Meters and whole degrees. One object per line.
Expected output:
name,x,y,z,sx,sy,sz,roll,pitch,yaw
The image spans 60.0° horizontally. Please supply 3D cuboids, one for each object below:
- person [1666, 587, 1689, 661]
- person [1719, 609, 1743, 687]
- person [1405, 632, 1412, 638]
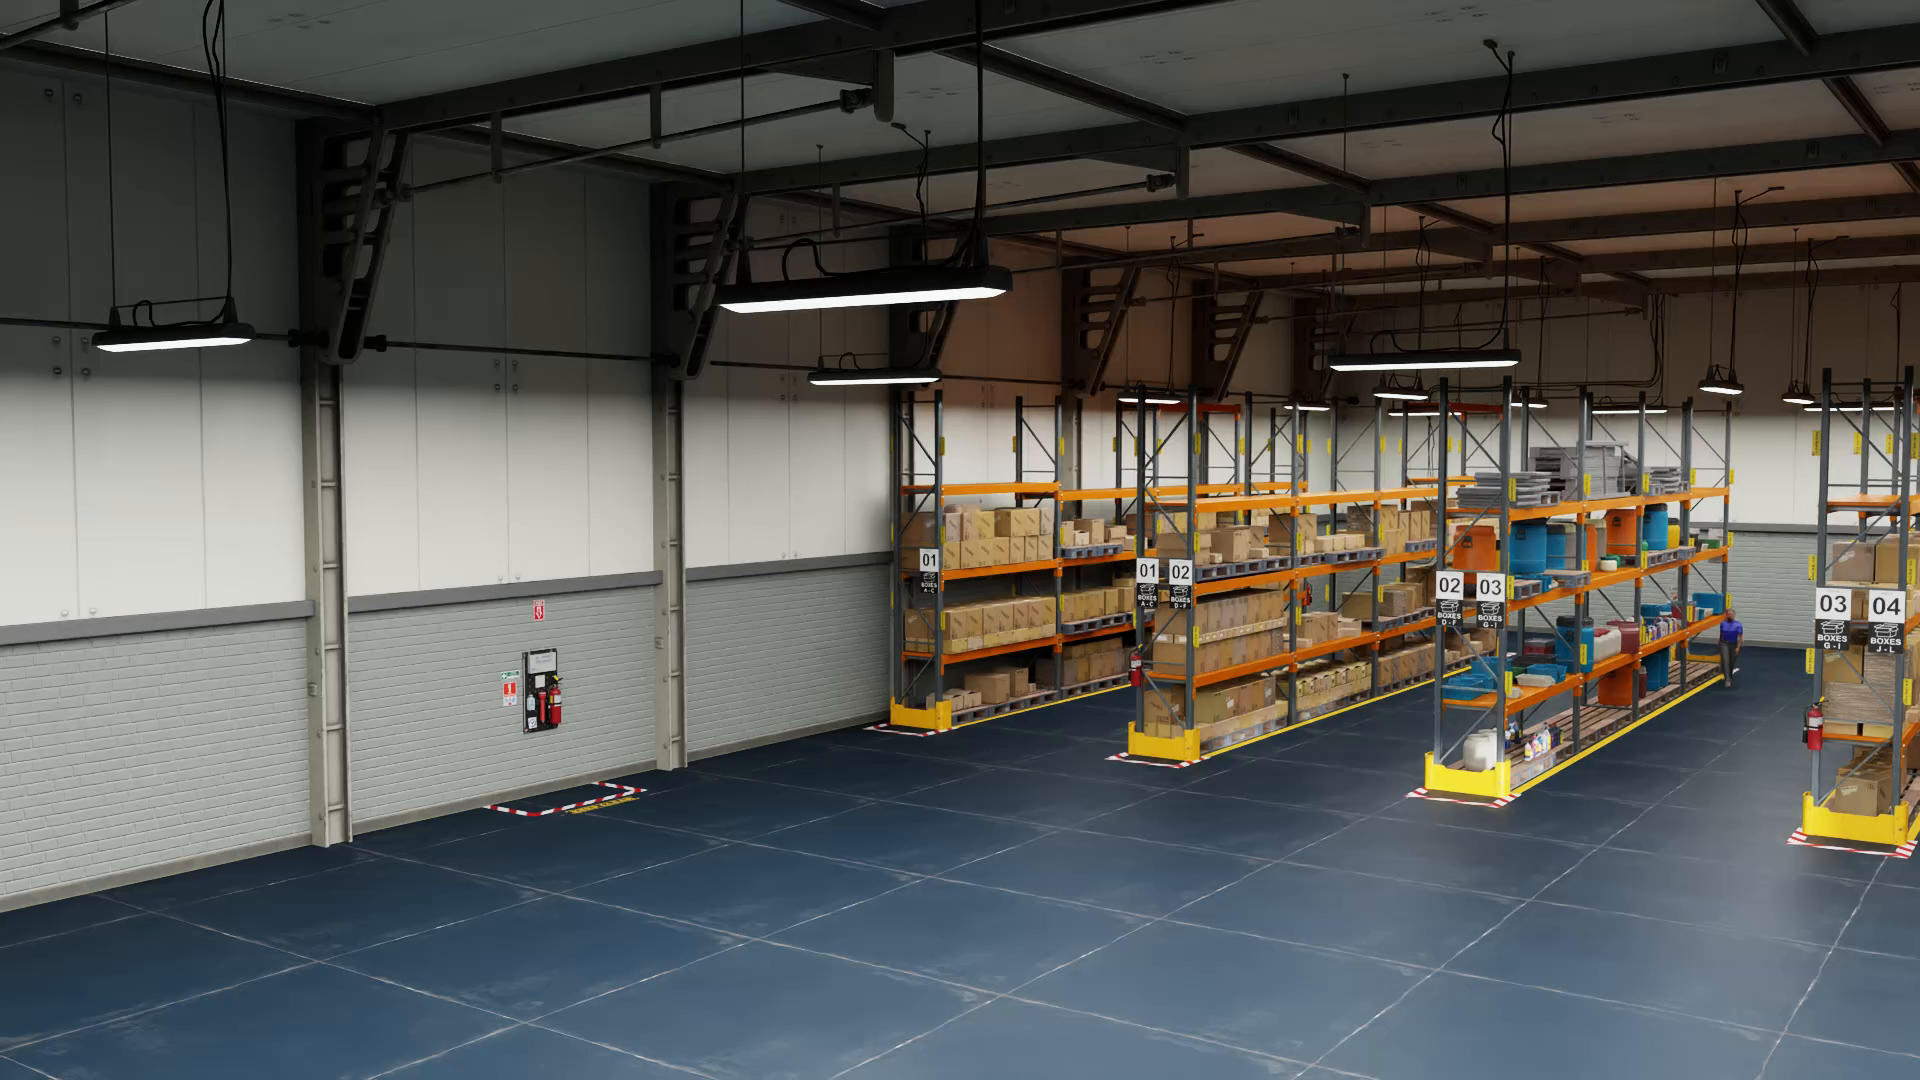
person,16.610,1.950,38.676,1.038,1.715,0.565,-1,3,-19
person,16.084,2.237,34.697,0.420,1.584,0.974,1,3,14
person,10.769,1.844,40.367,1.098,1.726,0.558,-3,4,-42
